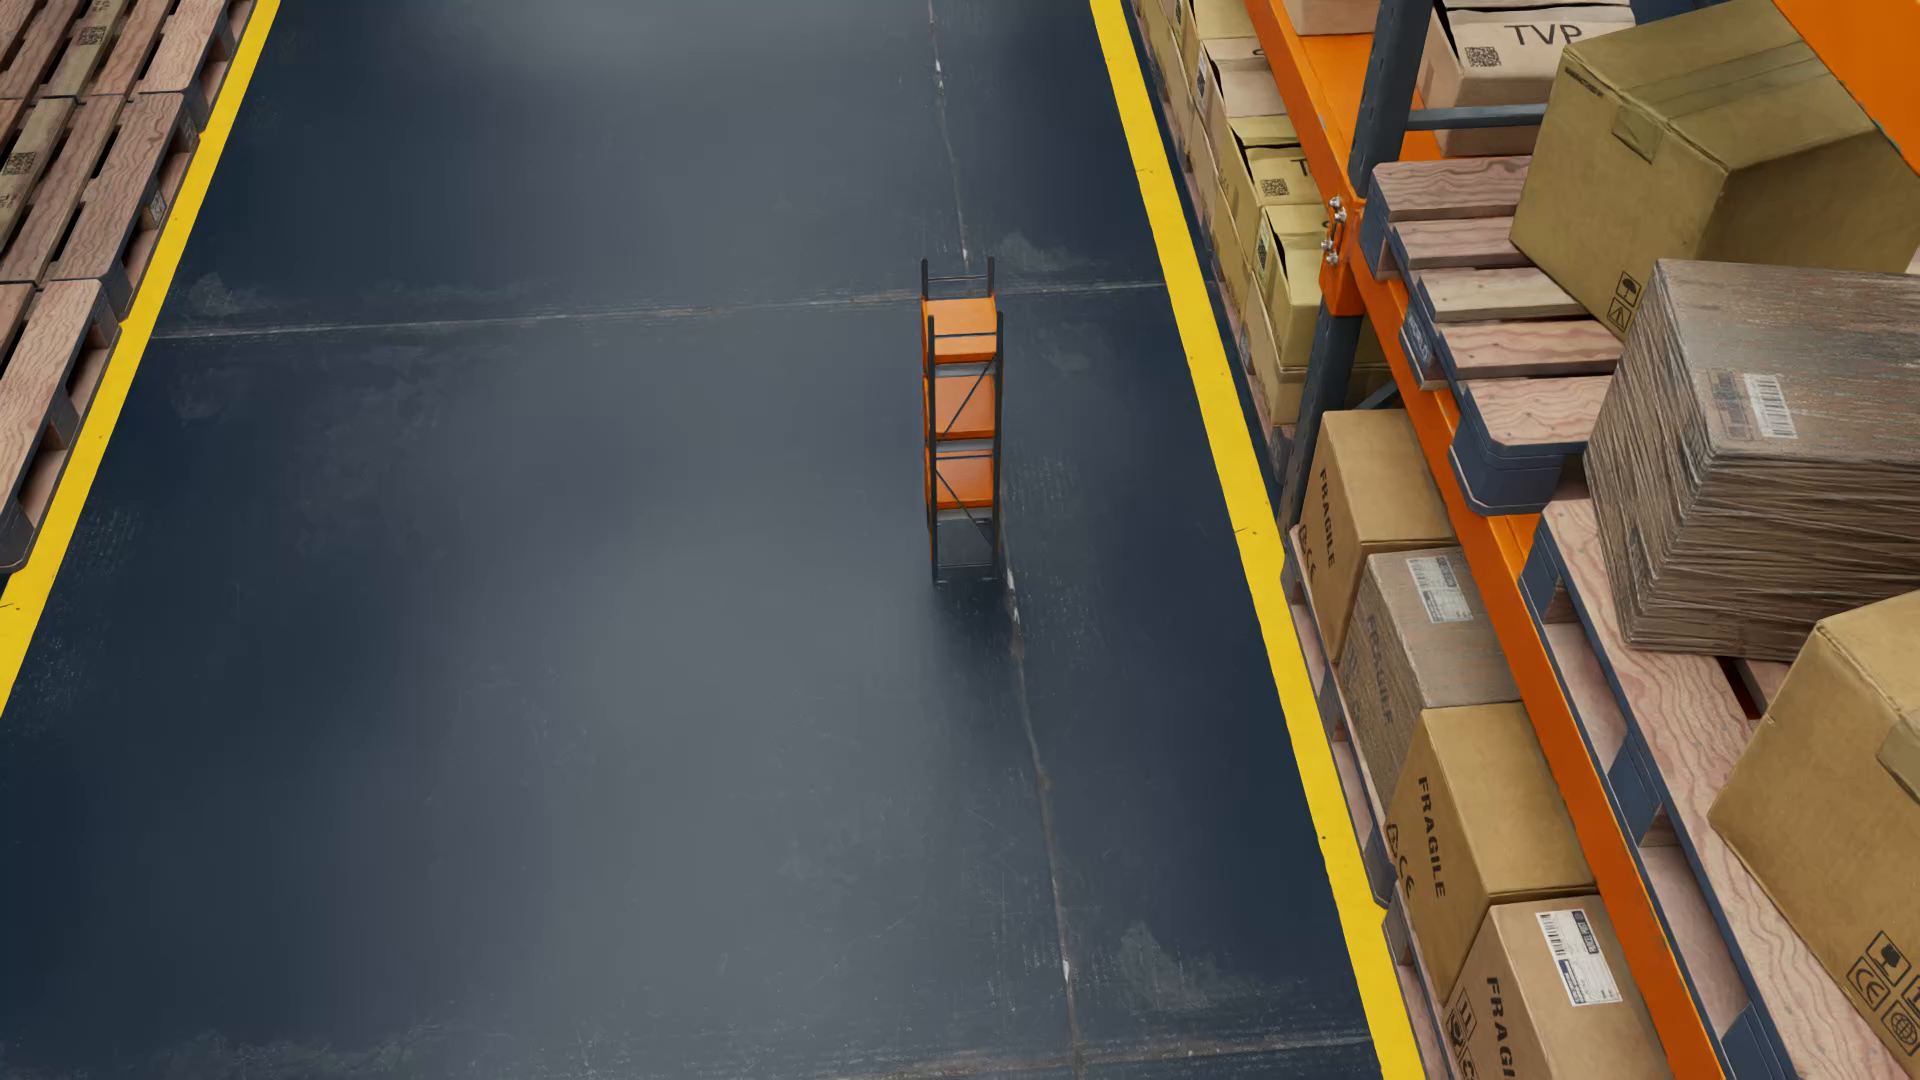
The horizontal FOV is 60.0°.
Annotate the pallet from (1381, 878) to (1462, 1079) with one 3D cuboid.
[{"bbox_3d":[1.634,1.311,3.863,1.003,0.211,1.213,-3,47,-3],"label":"pallet"}]

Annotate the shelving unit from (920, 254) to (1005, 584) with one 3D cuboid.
[{"bbox_3d":[0.004,-0.322,4.832,0.215,1.050,0.252,-3,47,-3],"label":"shelving unit"}]

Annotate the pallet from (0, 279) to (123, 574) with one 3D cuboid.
[{"bbox_3d":[-3.452,-0.376,5.461,1.003,0.211,1.213,-3,47,-3],"label":"pallet"}]

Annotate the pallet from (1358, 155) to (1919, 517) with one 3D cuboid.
[{"bbox_3d":[1.637,-0.519,3.807,1.213,0.211,1.003,-3,47,-3],"label":"pallet"}]

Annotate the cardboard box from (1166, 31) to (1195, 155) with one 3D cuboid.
[{"bbox_3d":[1.092,-1.744,6.441,0.500,0.250,0.500,-3,47,-3],"label":"cardboard box"}]

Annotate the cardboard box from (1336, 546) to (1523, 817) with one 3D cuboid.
[{"bbox_3d":[1.313,0.363,4.259,0.500,0.500,0.500,-5,47,-5],"label":"cardboard box"}]

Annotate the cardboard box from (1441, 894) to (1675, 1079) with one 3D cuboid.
[{"bbox_3d":[1.399,1.103,3.558,0.500,0.500,0.500,-5,47,-5],"label":"cardboard box"}]

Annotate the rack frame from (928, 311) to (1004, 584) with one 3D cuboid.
[{"bbox_3d":[0.015,-0.234,4.749,0.200,1.050,0.008,-3,47,-3],"label":"rack frame"}]

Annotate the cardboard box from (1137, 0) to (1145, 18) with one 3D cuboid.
[{"bbox_3d":[1.004,-2.487,7.144,0.500,0.250,0.500,-2,47,-2],"label":"cardboard box"}]

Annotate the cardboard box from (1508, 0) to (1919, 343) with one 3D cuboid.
[{"bbox_3d":[1.676,-0.801,3.584,0.700,0.500,0.500,-18,49,-16],"label":"cardboard box"}]

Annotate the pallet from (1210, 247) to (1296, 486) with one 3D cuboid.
[{"bbox_3d":[1.480,-0.710,5.777,1.003,0.211,1.213,-3,47,-3],"label":"pallet"}]

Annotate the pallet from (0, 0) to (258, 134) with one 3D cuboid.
[{"bbox_3d":[-3.656,-2.142,7.133,1.003,0.211,1.213,-3,47,-3],"label":"pallet"}]

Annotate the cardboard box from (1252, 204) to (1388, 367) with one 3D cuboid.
[{"bbox_3d":[1.221,-0.826,5.185,0.500,0.311,0.500,-2,47,-2],"label":"cardboard box"}]

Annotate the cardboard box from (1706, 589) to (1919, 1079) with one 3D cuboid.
[{"bbox_3d":[1.636,0.370,2.476,0.700,0.500,0.500,-14,48,-13],"label":"cardboard box"}]

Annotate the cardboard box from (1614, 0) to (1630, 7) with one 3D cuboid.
[{"bbox_3d":[1.629,-1.699,4.854,0.500,0.311,0.500,-4,47,-4],"label":"cardboard box"}]

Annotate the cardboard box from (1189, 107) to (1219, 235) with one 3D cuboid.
[{"bbox_3d":[1.138,-1.372,6.088,0.500,0.250,0.500,-3,47,-2],"label":"cardboard box"}]

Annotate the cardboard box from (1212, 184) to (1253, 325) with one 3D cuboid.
[{"bbox_3d":[1.177,-1.008,5.743,0.500,0.250,0.500,-4,47,-4],"label":"cardboard box"}]

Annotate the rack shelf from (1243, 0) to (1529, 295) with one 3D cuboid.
[{"bbox_3d":[1.343,-2.270,5.830,1.077,0.370,4.000,-3,47,-3],"label":"rack shelf"}]

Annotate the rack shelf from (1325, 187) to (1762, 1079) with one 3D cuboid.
[{"bbox_3d":[1.678,0.624,3.089,1.077,0.370,4.000,-3,47,-3],"label":"rack shelf"}]

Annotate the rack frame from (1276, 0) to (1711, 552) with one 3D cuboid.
[{"bbox_3d":[1.511,-1.071,4.198,1.000,3.000,0.127,-3,47,-3],"label":"rack frame"}]

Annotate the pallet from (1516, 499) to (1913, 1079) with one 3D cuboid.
[{"bbox_3d":[1.678,0.402,2.936,1.003,0.211,1.213,-3,47,-3],"label":"pallet"}]

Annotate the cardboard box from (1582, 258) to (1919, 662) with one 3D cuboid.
[{"bbox_3d":[1.562,-0.127,2.947,0.700,0.500,0.500,4,47,4],"label":"cardboard box"}]

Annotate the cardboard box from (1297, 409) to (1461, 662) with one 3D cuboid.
[{"bbox_3d":[1.264,-0.016,4.618,0.500,0.500,0.500,-2,47,-2],"label":"cardboard box"}]

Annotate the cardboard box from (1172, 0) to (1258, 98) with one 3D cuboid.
[{"bbox_3d":[1.092,-1.930,6.230,0.500,0.311,0.500,-2,47,-2],"label":"cardboard box"}]

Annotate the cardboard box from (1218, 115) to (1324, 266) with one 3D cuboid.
[{"bbox_3d":[1.171,-1.202,5.541,0.500,0.311,0.500,-4,47,-4],"label":"cardboard box"}]

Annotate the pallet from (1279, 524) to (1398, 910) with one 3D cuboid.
[{"bbox_3d":[1.535,0.431,4.697,1.003,0.211,1.213,-3,47,-3],"label":"pallet"}]

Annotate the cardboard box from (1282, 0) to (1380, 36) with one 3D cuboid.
[{"bbox_3d":[1.160,-1.618,4.890,0.380,0.149,0.250,-3,47,-3],"label":"cardboard box"}]

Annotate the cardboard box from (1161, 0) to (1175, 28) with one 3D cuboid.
[{"bbox_3d":[1.043,-2.305,6.586,0.500,0.311,0.500,-5,47,-5],"label":"cardboard box"}]

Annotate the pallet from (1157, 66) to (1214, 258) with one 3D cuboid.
[{"bbox_3d":[1.381,-1.591,6.611,1.003,0.211,1.213,-3,47,-3],"label":"pallet"}]

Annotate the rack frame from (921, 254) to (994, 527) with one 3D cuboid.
[{"bbox_3d":[-0.006,-0.411,4.916,0.200,1.050,0.008,-3,47,-3],"label":"rack frame"}]

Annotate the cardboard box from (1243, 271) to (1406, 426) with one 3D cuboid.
[{"bbox_3d":[1.223,-0.635,5.390,0.500,0.250,0.500,-2,47,-2],"label":"cardboard box"}]

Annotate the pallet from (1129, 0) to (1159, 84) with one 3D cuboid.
[{"bbox_3d":[1.276,-2.475,7.449,1.003,0.211,1.213,-3,47,-3],"label":"pallet"}]

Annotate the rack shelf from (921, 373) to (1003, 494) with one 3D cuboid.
[{"bbox_3d":[0.004,-0.315,4.840,0.215,0.259,0.240,-3,47,-3],"label":"rack shelf"}]

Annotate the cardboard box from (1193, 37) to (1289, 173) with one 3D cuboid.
[{"bbox_3d":[1.132,-1.567,5.887,0.500,0.311,0.500,-4,47,-4],"label":"cardboard box"}]

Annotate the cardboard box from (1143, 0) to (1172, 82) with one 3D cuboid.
[{"bbox_3d":[1.050,-2.112,6.789,0.500,0.250,0.500,-5,47,-5],"label":"cardboard box"}]

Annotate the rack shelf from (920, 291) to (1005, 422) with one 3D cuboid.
[{"bbox_3d":[0.004,-0.510,4.634,0.215,0.259,0.240,-3,47,-3],"label":"rack shelf"}]

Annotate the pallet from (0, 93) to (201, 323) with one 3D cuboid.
[{"bbox_3d":[-3.551,-1.257,6.295,1.003,0.211,1.213,-3,47,-3],"label":"pallet"}]

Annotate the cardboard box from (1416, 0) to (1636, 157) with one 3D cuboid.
[{"bbox_3d":[1.524,-1.306,4.482,0.500,0.311,0.500,-1,47,-1],"label":"cardboard box"}]

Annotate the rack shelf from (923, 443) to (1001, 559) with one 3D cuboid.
[{"bbox_3d":[0.004,-0.124,5.042,0.215,0.259,0.240,-3,47,-3],"label":"rack shelf"}]

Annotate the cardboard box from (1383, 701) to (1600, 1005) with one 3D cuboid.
[{"bbox_3d":[1.350,0.726,3.915,0.500,0.500,0.500,-4,47,-4],"label":"cardboard box"}]
